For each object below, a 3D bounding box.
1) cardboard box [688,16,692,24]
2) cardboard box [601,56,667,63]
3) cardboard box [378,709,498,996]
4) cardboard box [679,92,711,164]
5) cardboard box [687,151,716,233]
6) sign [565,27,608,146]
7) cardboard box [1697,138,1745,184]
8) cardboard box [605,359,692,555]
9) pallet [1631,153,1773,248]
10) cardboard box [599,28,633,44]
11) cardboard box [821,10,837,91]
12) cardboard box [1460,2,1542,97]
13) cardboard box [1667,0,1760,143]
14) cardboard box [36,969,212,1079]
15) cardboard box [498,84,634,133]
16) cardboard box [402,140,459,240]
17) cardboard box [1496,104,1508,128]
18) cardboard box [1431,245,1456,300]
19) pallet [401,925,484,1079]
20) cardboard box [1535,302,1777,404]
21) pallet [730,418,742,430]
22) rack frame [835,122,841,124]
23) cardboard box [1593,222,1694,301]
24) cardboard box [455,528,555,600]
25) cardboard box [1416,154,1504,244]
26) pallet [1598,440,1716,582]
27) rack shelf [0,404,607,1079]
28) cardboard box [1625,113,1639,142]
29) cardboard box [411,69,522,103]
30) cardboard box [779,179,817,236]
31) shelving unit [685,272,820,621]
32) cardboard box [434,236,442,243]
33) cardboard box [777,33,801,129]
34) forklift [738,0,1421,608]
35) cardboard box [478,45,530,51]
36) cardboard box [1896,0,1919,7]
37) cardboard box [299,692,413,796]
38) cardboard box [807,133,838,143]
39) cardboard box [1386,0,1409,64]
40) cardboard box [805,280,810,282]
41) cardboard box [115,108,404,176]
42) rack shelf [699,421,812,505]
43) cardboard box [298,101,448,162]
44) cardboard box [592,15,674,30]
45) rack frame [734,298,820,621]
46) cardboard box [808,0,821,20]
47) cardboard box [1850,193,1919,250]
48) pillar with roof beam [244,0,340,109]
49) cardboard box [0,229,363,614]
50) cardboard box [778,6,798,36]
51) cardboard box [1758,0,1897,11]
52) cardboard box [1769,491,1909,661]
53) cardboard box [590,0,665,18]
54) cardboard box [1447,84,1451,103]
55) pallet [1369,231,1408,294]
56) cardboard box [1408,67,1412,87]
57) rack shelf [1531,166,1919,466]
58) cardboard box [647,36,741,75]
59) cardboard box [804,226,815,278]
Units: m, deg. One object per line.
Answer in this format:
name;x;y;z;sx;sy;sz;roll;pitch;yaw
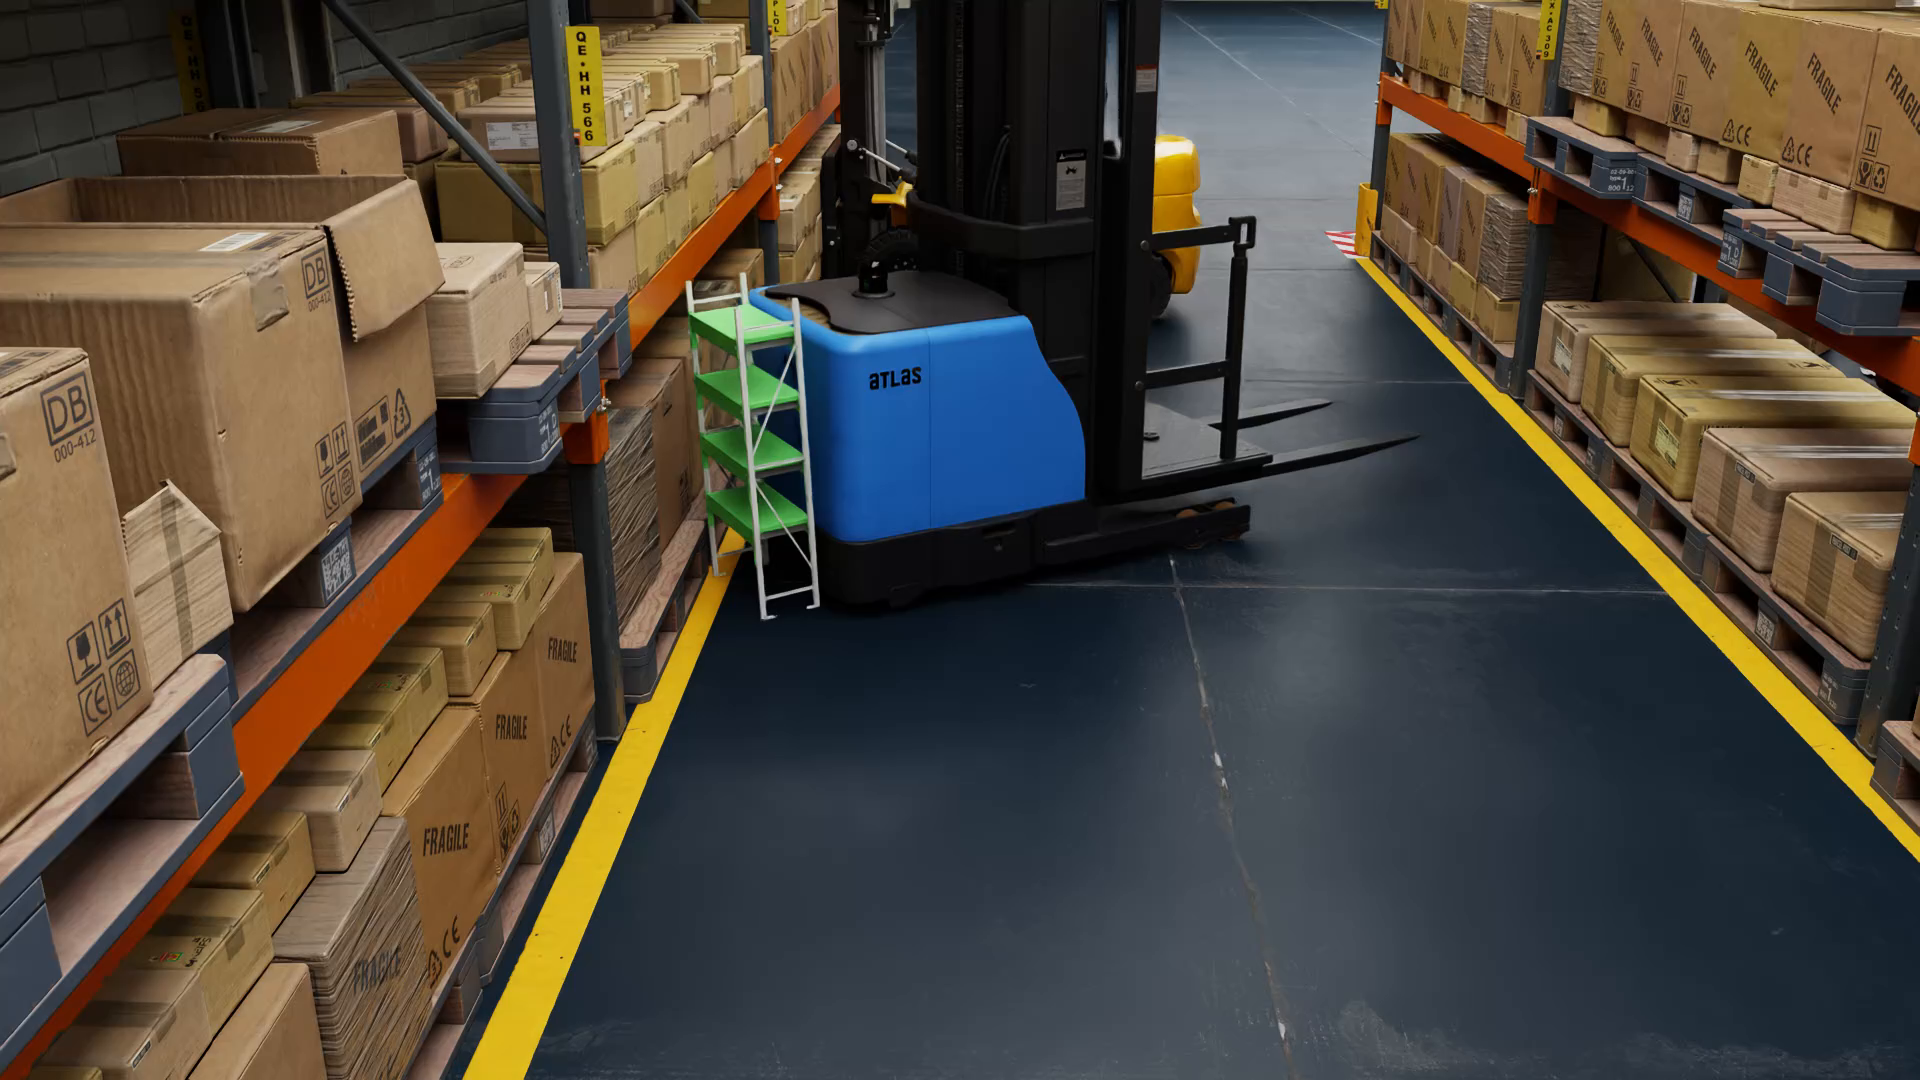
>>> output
cardboard box;-1.660;-3.055;9.720;0.380;0.149;0.250;1;21;3
cardboard box;-1.350;-1.794;6.470;0.380;0.149;0.250;1;21;2
cardboard box;-1.431;0.724;3.891;0.500;0.500;0.500;2;21;4
cardboard box;-1.296;-1.647;6.643;0.500;0.250;0.500;1;21;2
cardboard box;-1.290;-1.414;6.734;0.500;0.250;0.500;1;21;3
sign;-1.051;-1.271;4.667;0.100;0.325;0.005;1;21;2
cardboard box;3.110;-1.478;6.459;0.380;0.149;0.250;0;21;0
cardboard box;-1.549;-0.321;6.412;0.875;0.625;0.625;1;21;3
pallet;3.387;-1.344;6.612;1.003;0.211;1.213;1;21;2
cardboard box;-1.758;-2.345;7.891;0.380;0.149;0.250;0;21;0
cardboard box;-1.128;-3.342;11.356;0.500;0.500;0.500;1;21;3
cardboard box;3.274;-2.886;9.772;0.500;0.500;0.500;1;21;3
cardboard box;3.140;-1.833;6.476;0.500;0.500;0.500;0;21;-1
cardboard box;-1.472;0.833;2.714;0.380;0.149;0.250;1;21;1
cardboard box;-1.301;-1.422;5.511;0.380;0.149;0.250;1;21;3
cardboard box;-1.858;-1.099;5.232;0.500;0.250;0.500;1;21;3
cardboard box;3.302;-2.440;9.517;0.380;0.149;0.250;0;21;1
cardboard box;3.265;-1.671;10.409;0.500;0.250;0.500;1;21;2
pallet;-1.694;1.239;3.545;1.003;0.211;1.213;1;21;2
cardboard box;3.476;-0.945;8.369;0.950;0.372;0.625;1;21;2
pallet;-1.456;-0.650;8.413;1.003;0.211;1.213;1;21;2
rack frame;-1.351;-3.663;12.324;1.000;3.000;0.127;1;21;2
cardboard box;3.777;-1.638;9.287;0.500;0.500;0.500;2;21;4
cardboard box;-1.356;0.078;4.660;0.380;0.149;0.250;0;21;-1
cardboard box;3.275;-2.206;10.752;0.500;0.500;0.500;1;21;3
pallet;3.433;-0.140;7.098;1.003;0.211;1.213;1;21;2
rack shelf;-1.655;0.288;3.135;1.077;0.370;4.000;1;21;2
cardboard box;3.208;-1.853;7.424;0.380;0.149;0.250;2;21;5
cardboard box;-1.798;-1.612;6.001;0.380;0.149;0.250;1;21;1
cardboard box;-1.118;-1.953;9.755;0.500;0.250;0.500;1;21;2
shelving unit;-0.780;-0.355;6.271;0.258;1.200;0.503;-14;25;-26
cardboard box;-1.836;-0.866;5.322;0.500;0.250;0.500;0;21;0
cardboard box;-1.199;-2.610;9.470;0.500;0.500;0.500;1;21;3
forklift;0.640;-1.480;6.790;3.031;2.935;1.130;-11;24;-27
cardboard box;-1.789;-1.981;6.953;0.380;0.149;0.250;0;21;1
cardboard box;3.654;-1.820;6.443;0.500;0.500;0.500;0;21;0
cardboard box;-1.446;0.457;3.684;0.380;0.149;0.250;0;21;1
cardboard box;-1.063;-2.689;11.650;0.500;0.250;0.500;1;21;3
cardboard box;3.319;-3.627;11.681;0.500;0.500;0.500;0;21;1
cardboard box;-1.127;-1.302;9.459;0.500;0.250;0.500;1;21;2
cardboard box;-1.766;-0.829;4.300;0.500;0.500;0.500;2;21;4
rack shelf;-0.778;-0.296;6.295;0.258;0.148;0.480;-14;25;-26
cardboard box;-1.786;-1.240;5.042;0.380;0.149;0.250;1;21;3
cardboard box;-1.719;-2.685;8.768;0.380;0.149;0.250;1;21;1
rack frame;-0.661;-0.278;6.072;0.240;1.200;0.015;-14;25;-26
cardboard box;-1.096;-3.420;10.661;0.380;0.149;0.250;1;21;2
cardboard box;3.078;-1.015;5.265;0.380;0.149;0.250;1;21;2
pillar with roof beam;1.848;-4.002;4.902;9.100;9.000;0.400;1;21;2
cardboard box;-1.438;-0.210;2.706;0.700;0.500;0.500;1;21;1
cardboard box;-1.132;-2.955;9.463;0.380;0.149;0.250;1;21;3
cardboard box;3.135;-1.996;5.999;0.380;0.149;0.250;0;21;-1
cardboard box;3.395;0.108;5.657;0.950;0.372;0.625;-1;21;-2
cardboard box;-1.765;-2.824;8.713;0.380;0.149;0.250;1;21;2
cardboard box;3.297;-2.810;10.470;0.380;0.149;0.250;0;21;0
pallet;3.548;-1.989;11.864;1.003;0.211;1.213;1;21;2
cardboard box;3.311;-3.186;11.440;0.380;0.149;0.250;0;21;0
rack shelf;3.428;-1.105;6.725;1.077;0.370;4.000;1;21;2
cardboard box;-1.186;-2.162;7.420;0.380;0.149;0.250;0;21;0
cardboard box;-1.136;-1.718;9.839;0.500;0.250;0.500;1;21;1
